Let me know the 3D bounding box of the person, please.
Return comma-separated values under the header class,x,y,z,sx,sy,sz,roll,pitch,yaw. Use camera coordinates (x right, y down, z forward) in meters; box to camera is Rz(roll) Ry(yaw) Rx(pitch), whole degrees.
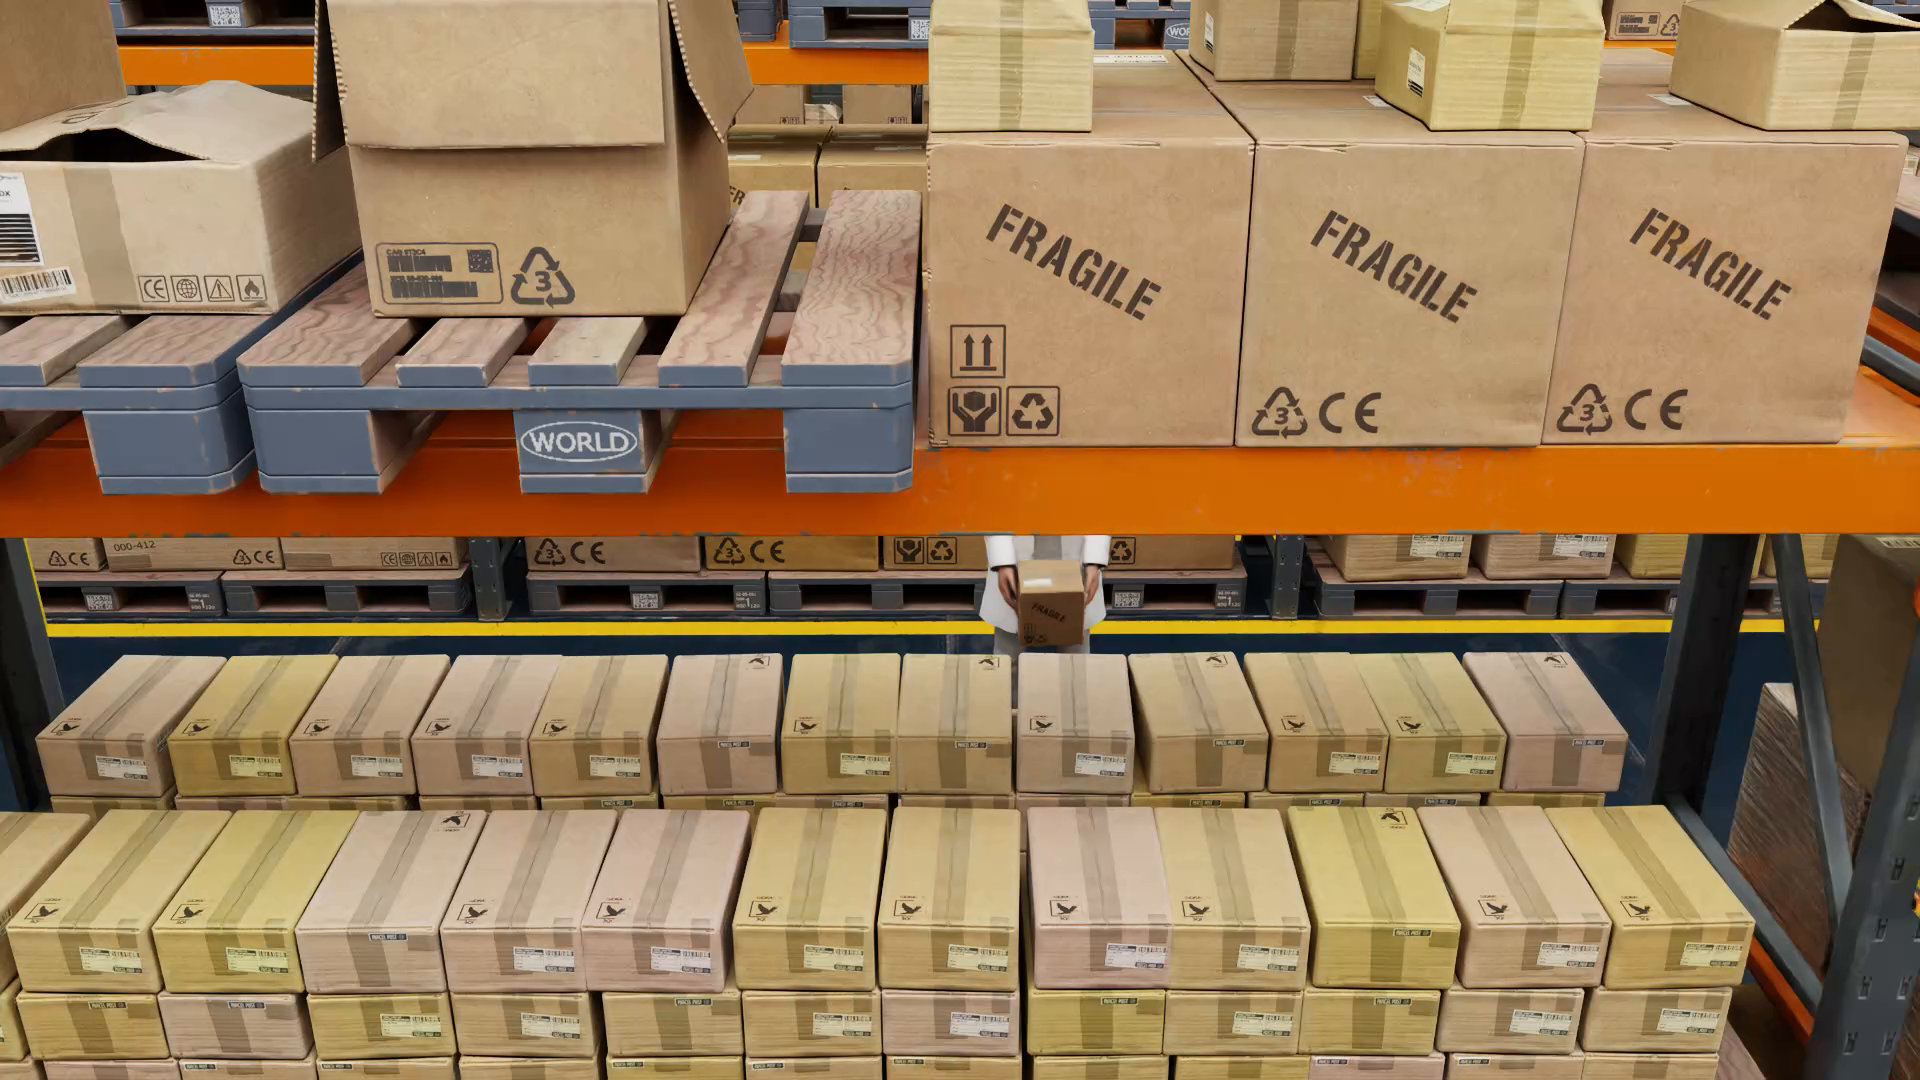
class,x,y,z,sx,sy,sz,roll,pitch,yaw
person,0.351,0.136,6.802,0.575,1.782,0.467,-1,24,-1
